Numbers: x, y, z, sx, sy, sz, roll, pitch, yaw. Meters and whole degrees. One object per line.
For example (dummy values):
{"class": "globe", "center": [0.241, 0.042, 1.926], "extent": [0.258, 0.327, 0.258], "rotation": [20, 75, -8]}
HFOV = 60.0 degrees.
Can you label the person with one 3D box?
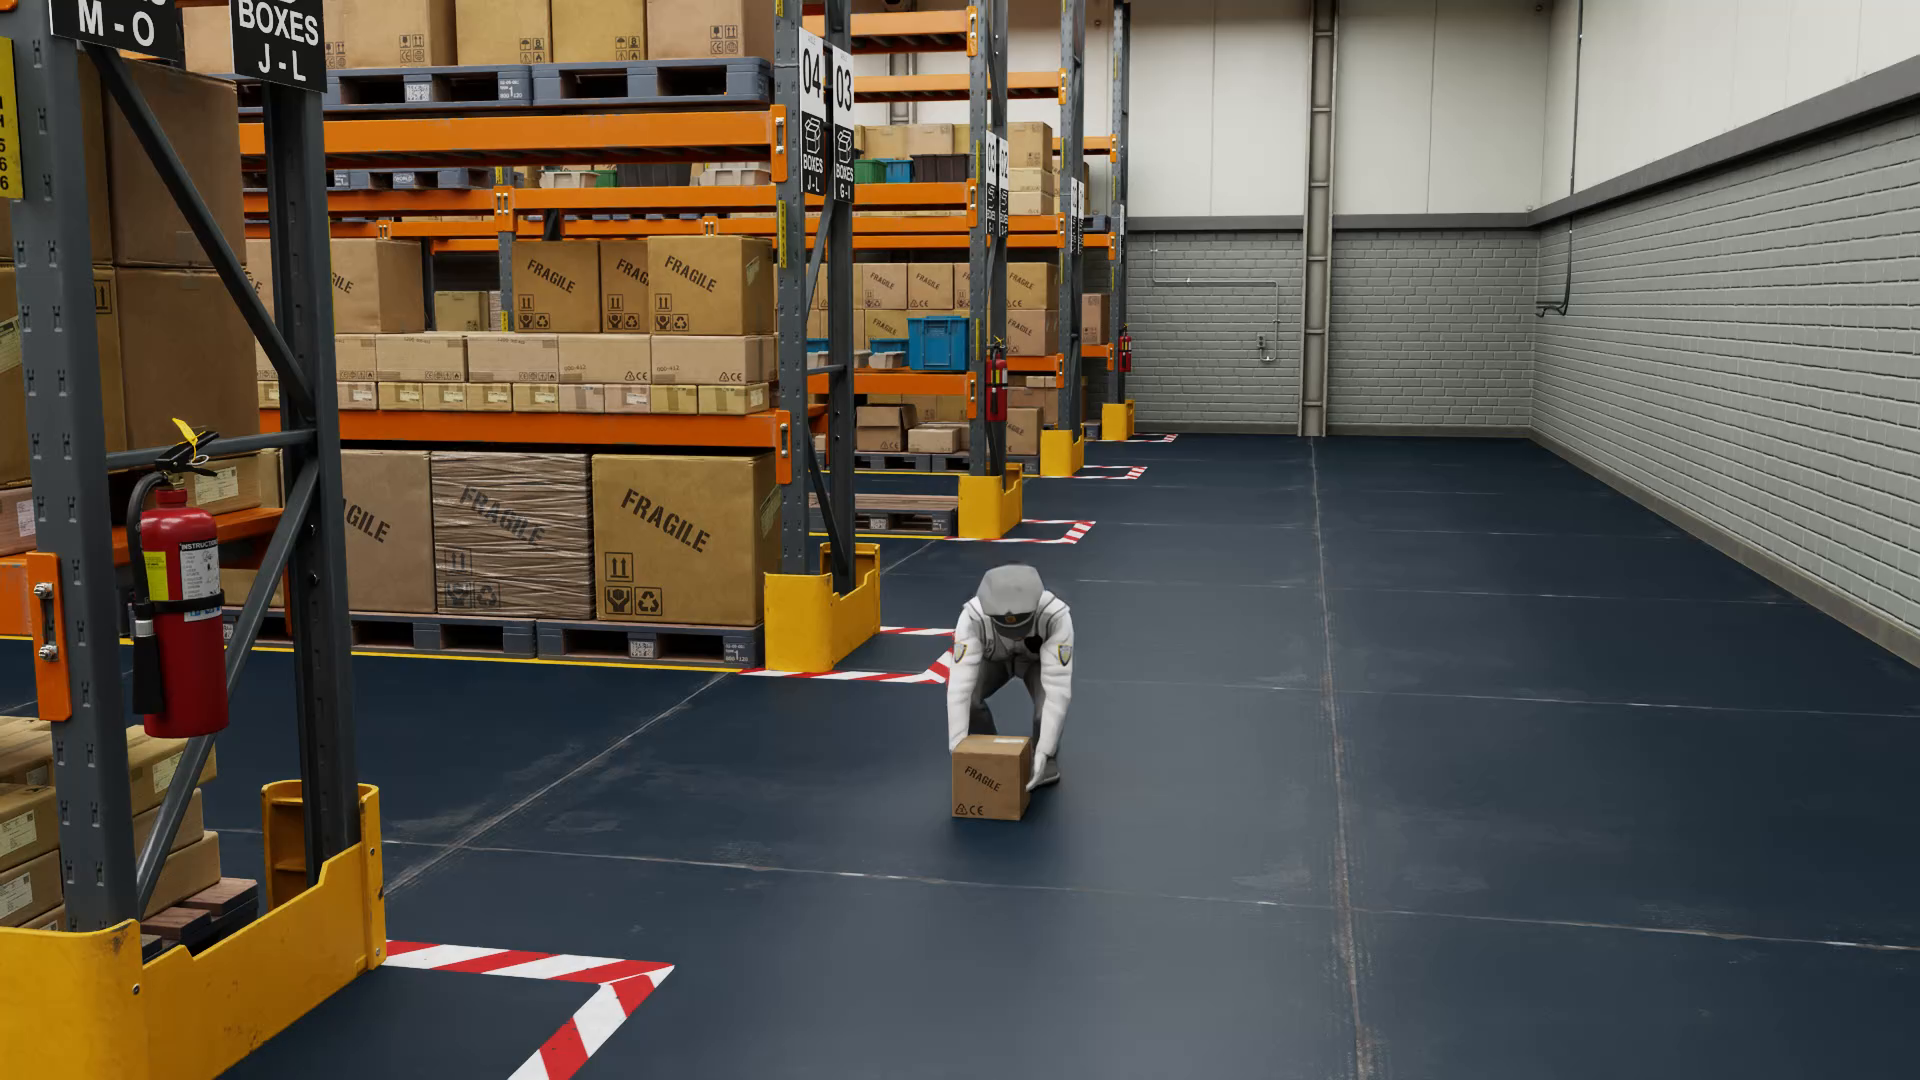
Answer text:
{"class": "person", "center": [0.213, 0.510, 6.428], "extent": [0.478, 0.913, 0.854], "rotation": [2, 8, 11]}
